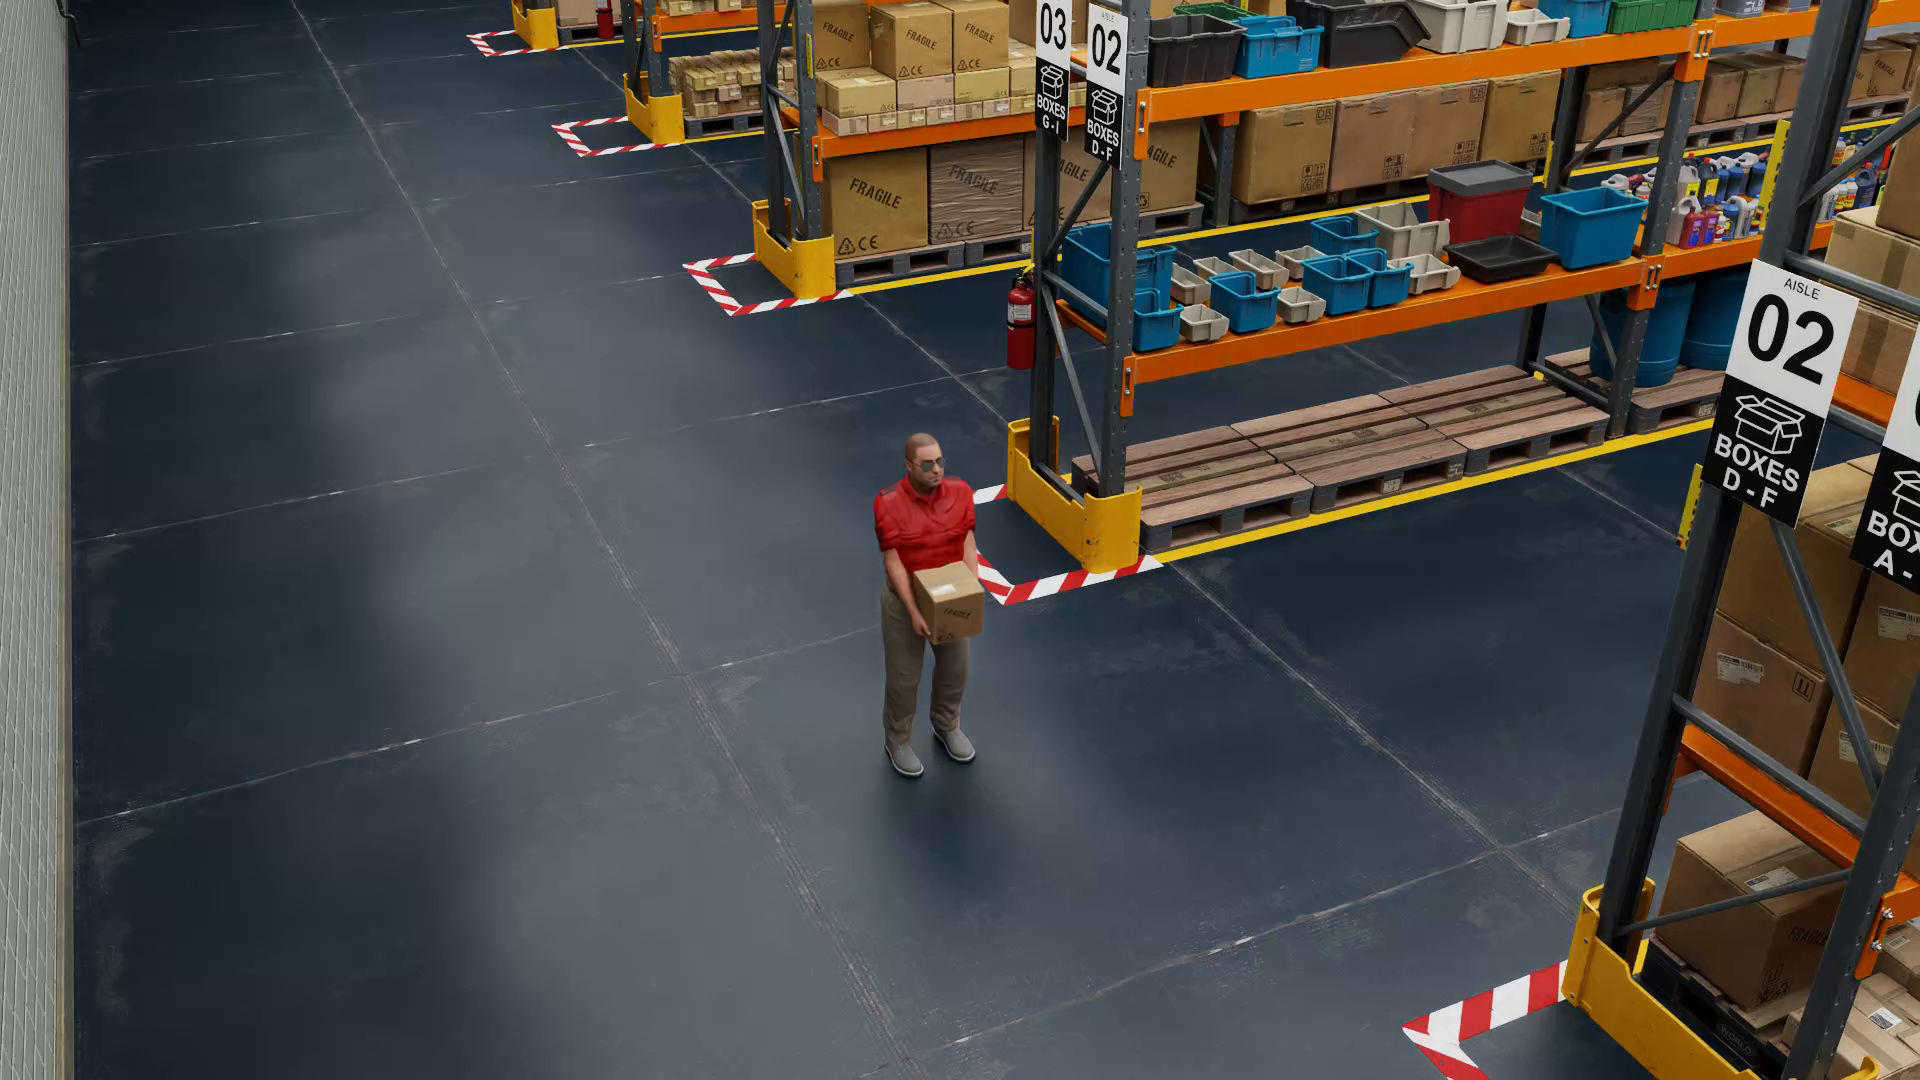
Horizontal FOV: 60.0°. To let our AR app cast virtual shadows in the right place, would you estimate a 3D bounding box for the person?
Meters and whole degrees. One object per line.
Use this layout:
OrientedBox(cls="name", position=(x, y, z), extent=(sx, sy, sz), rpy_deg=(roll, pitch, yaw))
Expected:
OrientedBox(cls="person", position=(-0.115, 0.341, 7.874), extent=(0.493, 1.719, 0.538), rpy_deg=(-13, 32, -21))
